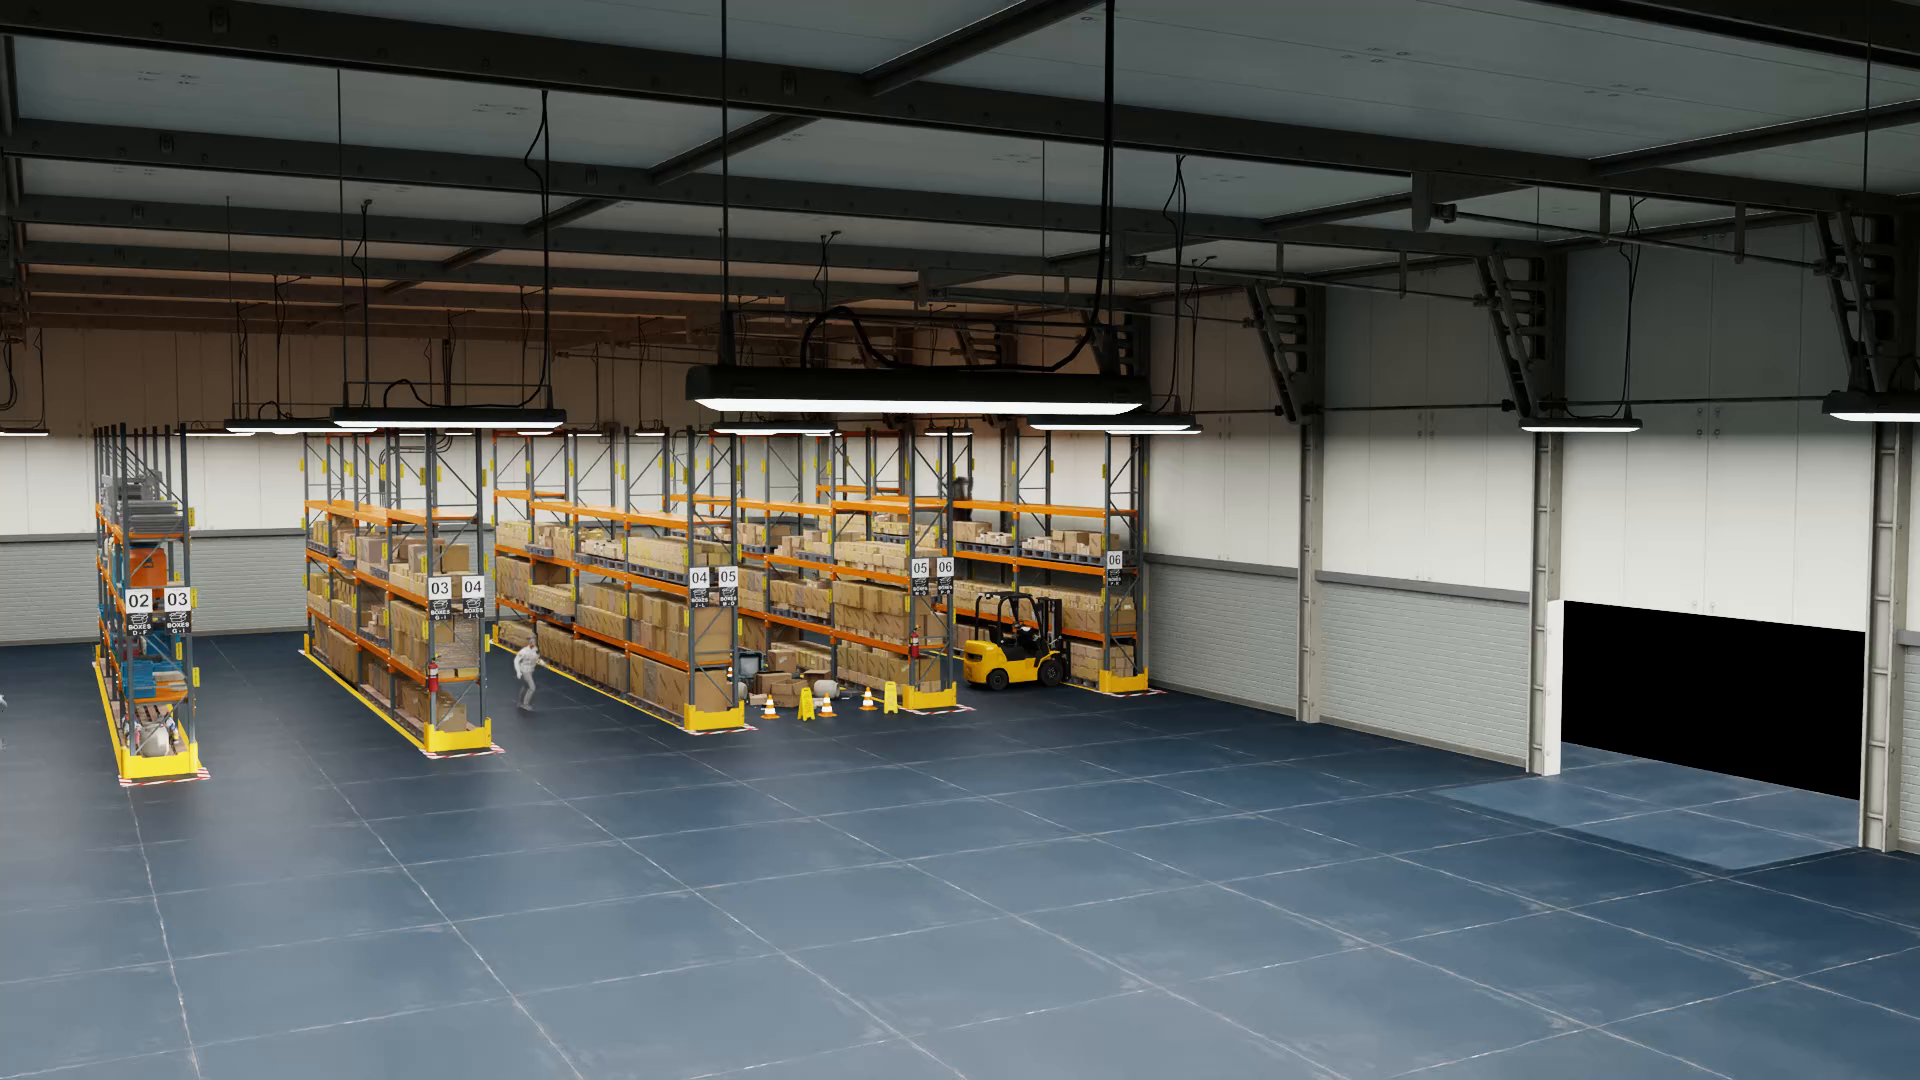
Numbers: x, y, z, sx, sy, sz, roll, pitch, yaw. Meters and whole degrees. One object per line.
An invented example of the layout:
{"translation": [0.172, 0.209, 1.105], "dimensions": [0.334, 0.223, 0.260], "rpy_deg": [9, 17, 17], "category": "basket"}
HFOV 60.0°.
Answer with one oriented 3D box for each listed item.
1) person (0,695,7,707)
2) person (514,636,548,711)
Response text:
{"translation": [-17.551, 2.778, 30.056], "dimensions": [0.587, 0.888, 0.578], "rpy_deg": [0, 3, 8], "category": "person"}
{"translation": [-9.098, 2.826, 35.221], "dimensions": [0.789, 1.642, 0.615], "rpy_deg": [1, 4, 13], "category": "person"}
